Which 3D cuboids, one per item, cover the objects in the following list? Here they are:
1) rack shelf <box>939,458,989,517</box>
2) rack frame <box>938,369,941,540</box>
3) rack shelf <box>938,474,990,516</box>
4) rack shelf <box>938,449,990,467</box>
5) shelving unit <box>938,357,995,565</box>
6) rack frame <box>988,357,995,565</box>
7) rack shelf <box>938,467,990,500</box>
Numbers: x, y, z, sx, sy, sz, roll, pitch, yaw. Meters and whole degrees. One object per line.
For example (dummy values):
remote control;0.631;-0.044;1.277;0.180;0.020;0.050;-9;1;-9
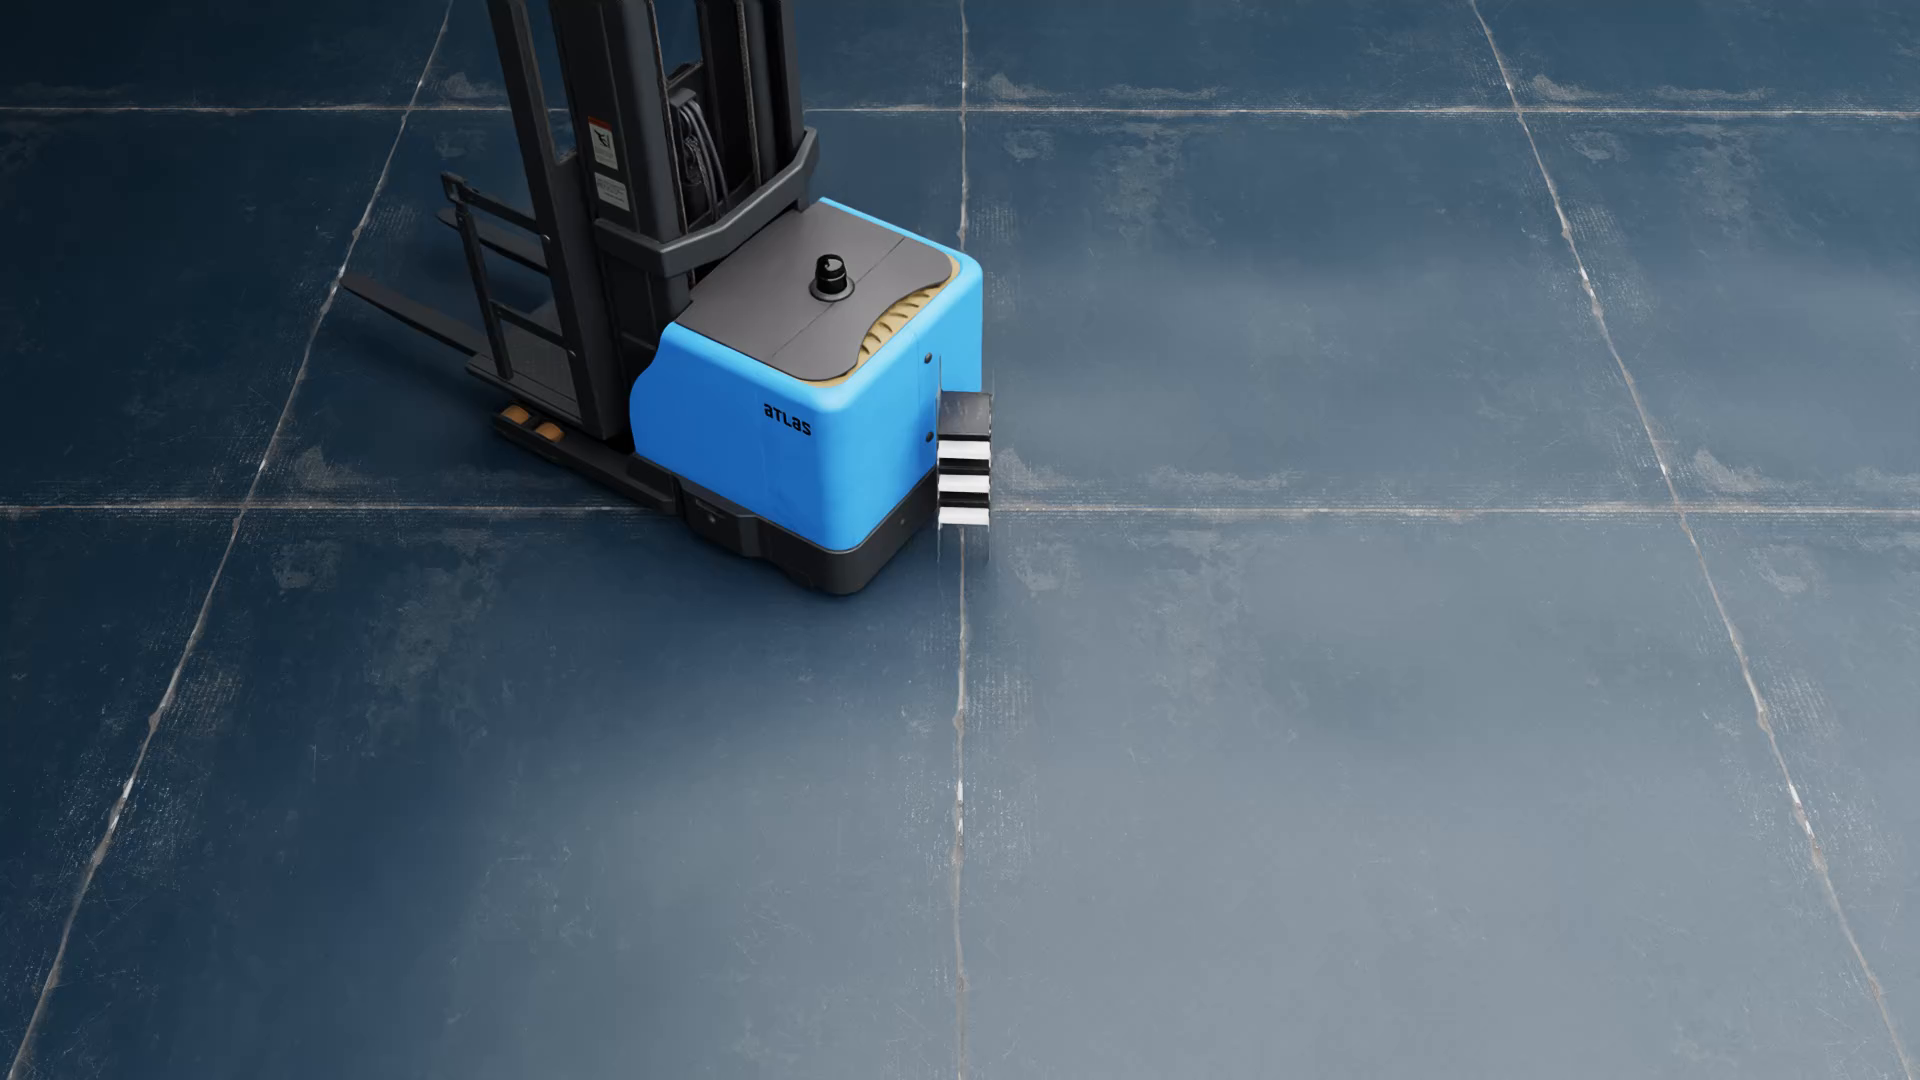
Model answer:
rack shelf;0.021;-0.263;6.530;0.190;0.281;0.221;2;47;2
rack frame;-0.081;-0.300;6.496;0.003;0.785;0.228;2;47;2
rack shelf;0.021;-0.213;6.583;0.200;0.077;0.258;2;47;2
rack shelf;0.021;-0.397;6.385;0.200;0.077;0.258;2;47;2
shelving unit;0.022;-0.297;6.493;0.208;0.900;0.258;2;47;2
rack frame;0.123;-0.294;6.489;0.006;0.900;0.240;2;47;2
rack shelf;0.021;-0.275;6.517;0.200;0.077;0.258;2;47;2
